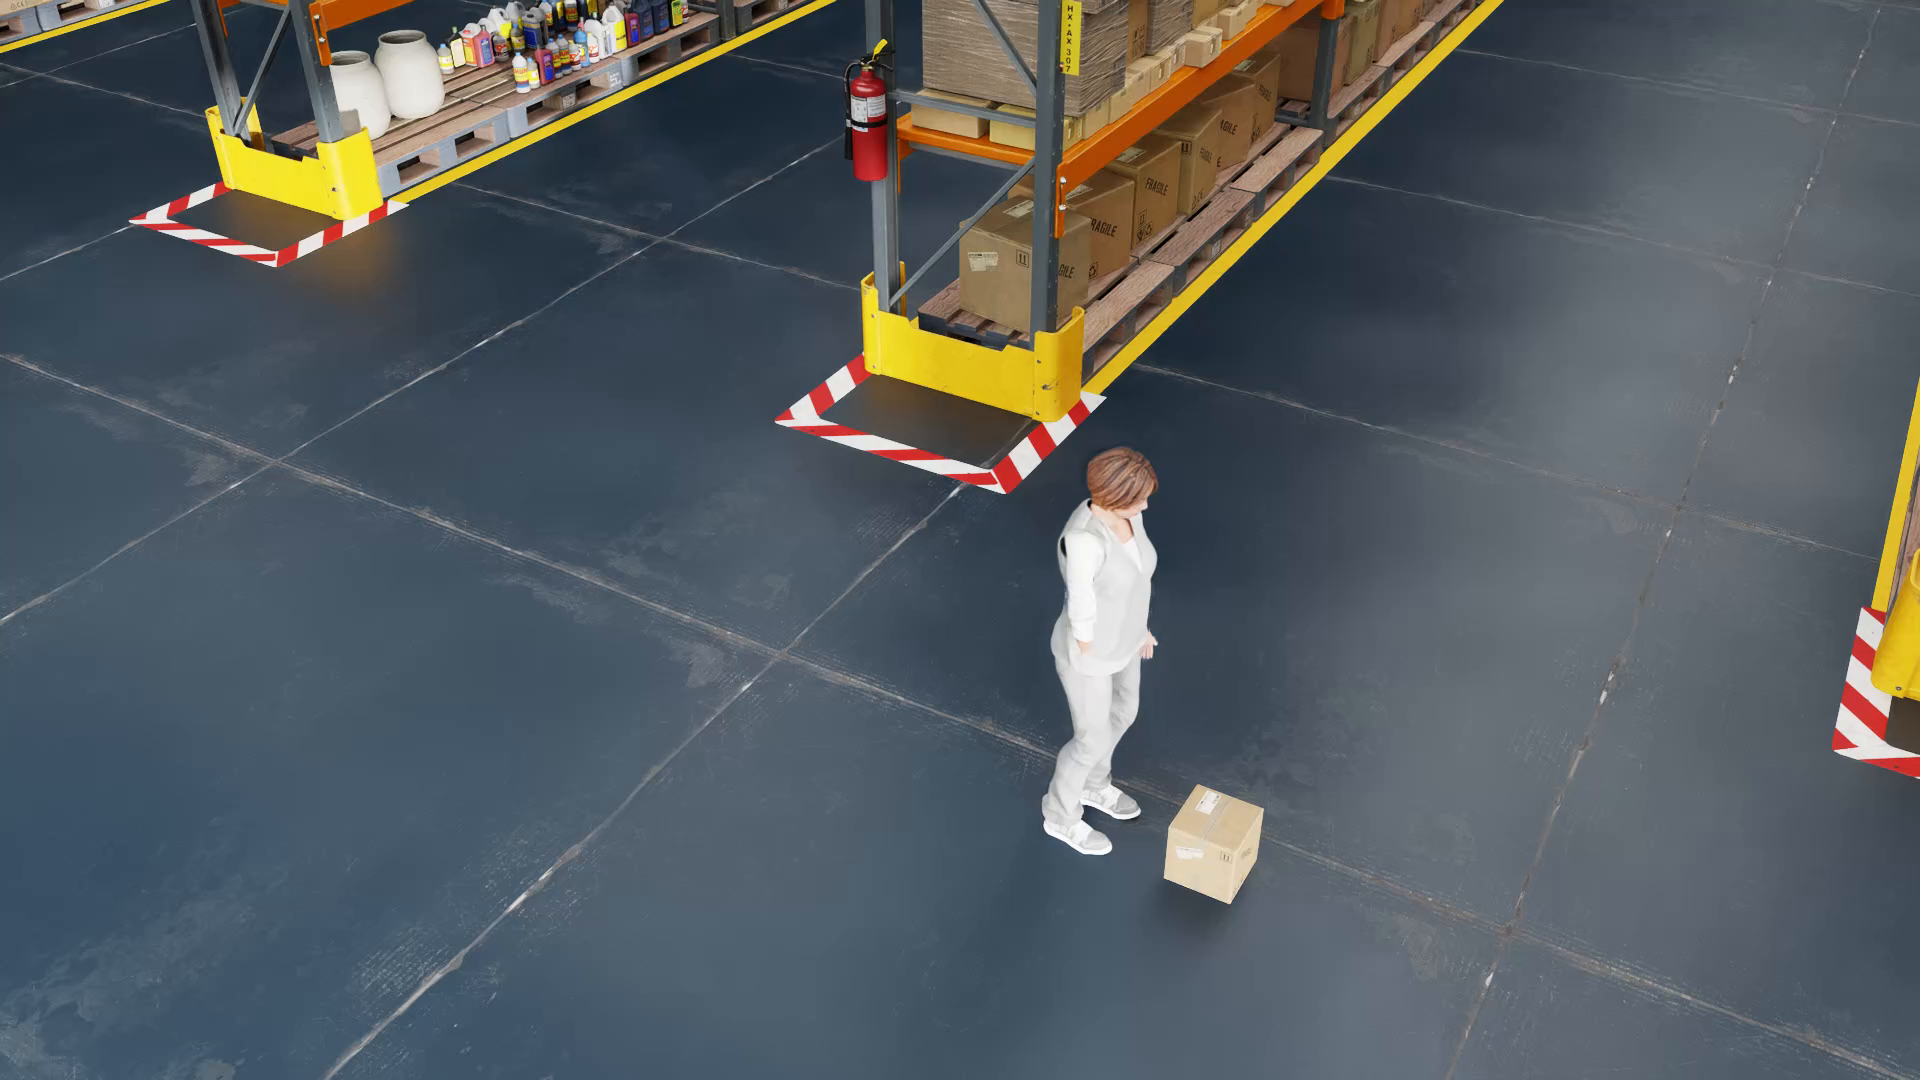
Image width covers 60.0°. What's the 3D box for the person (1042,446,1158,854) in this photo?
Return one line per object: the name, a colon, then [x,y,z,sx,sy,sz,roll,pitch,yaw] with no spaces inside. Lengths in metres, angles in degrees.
person: [0.483,0.368,5.643,0.305,1.576,0.409,19,39,25]
